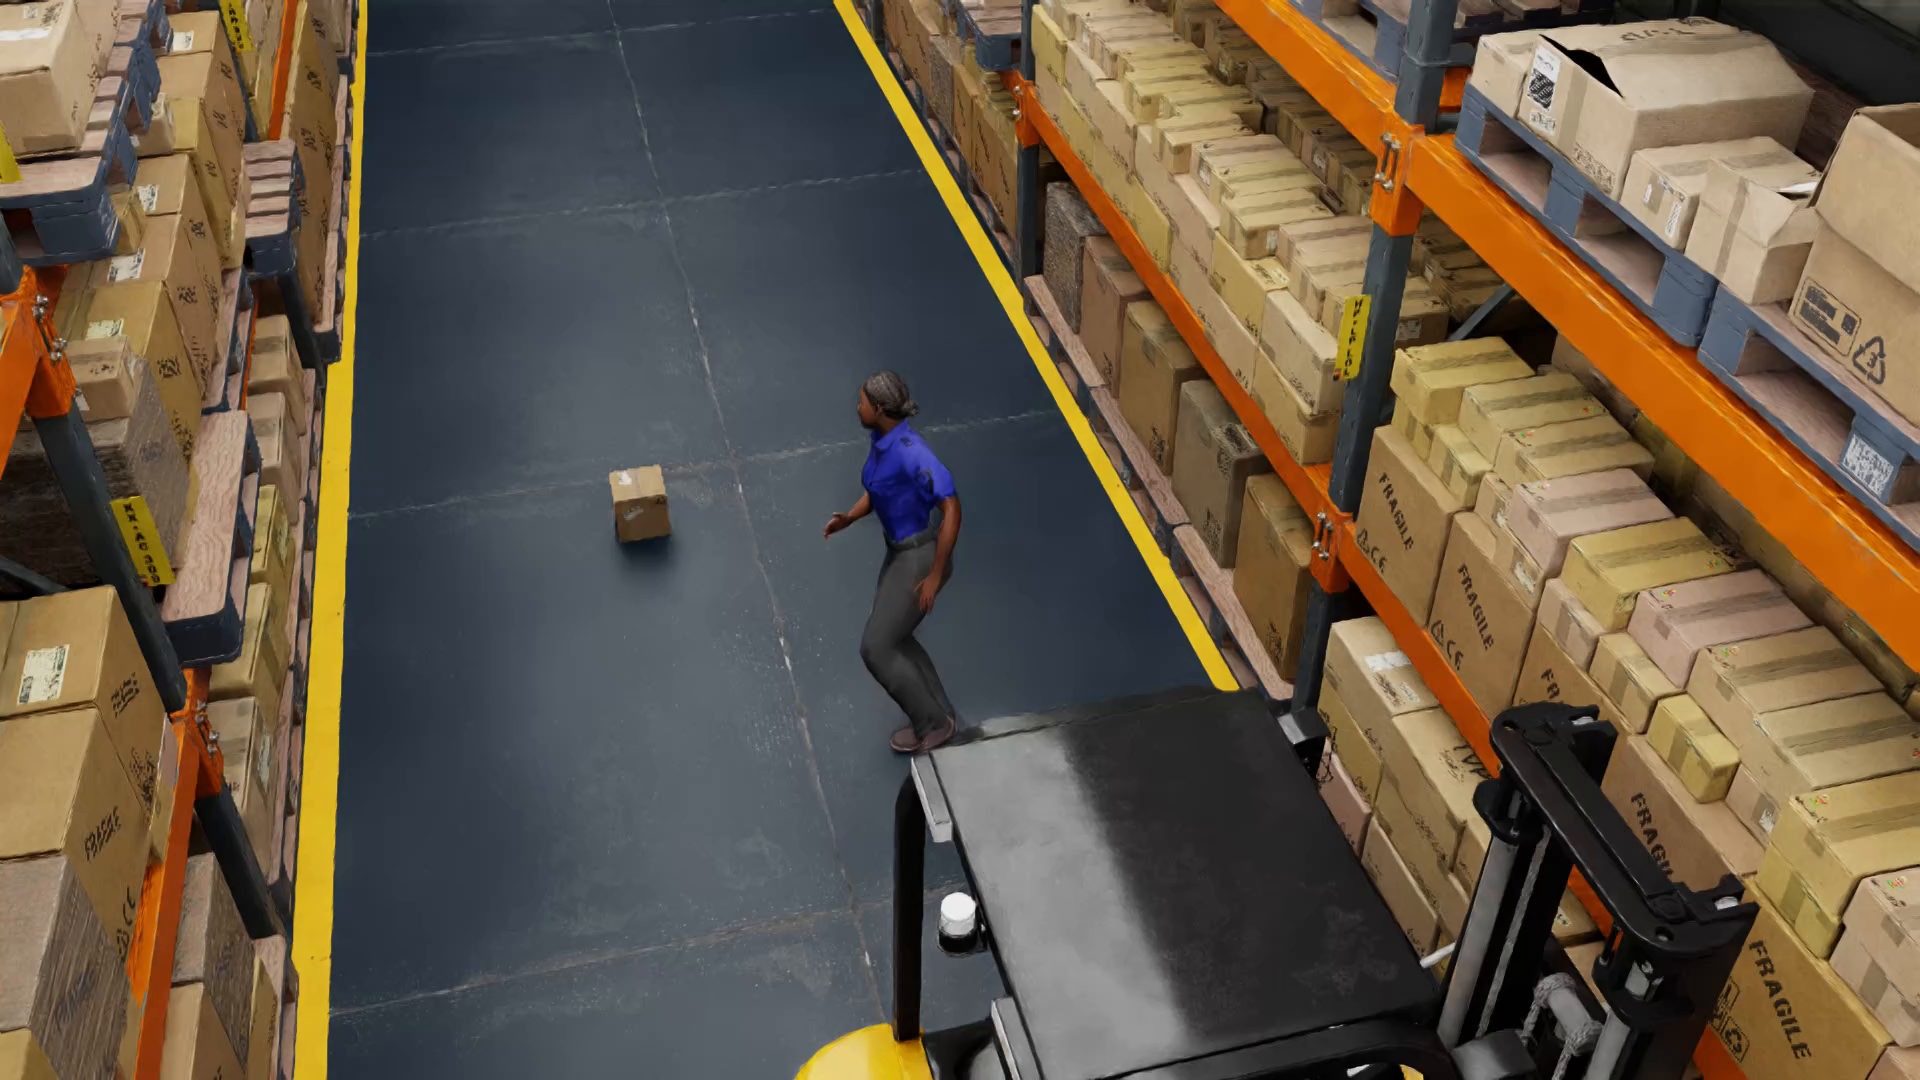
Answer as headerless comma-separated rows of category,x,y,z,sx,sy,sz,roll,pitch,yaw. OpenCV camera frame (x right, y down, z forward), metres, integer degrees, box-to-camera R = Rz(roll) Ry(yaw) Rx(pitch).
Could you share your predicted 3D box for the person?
person,-0.261,0.142,6.624,0.527,1.538,0.857,-10,40,-13
